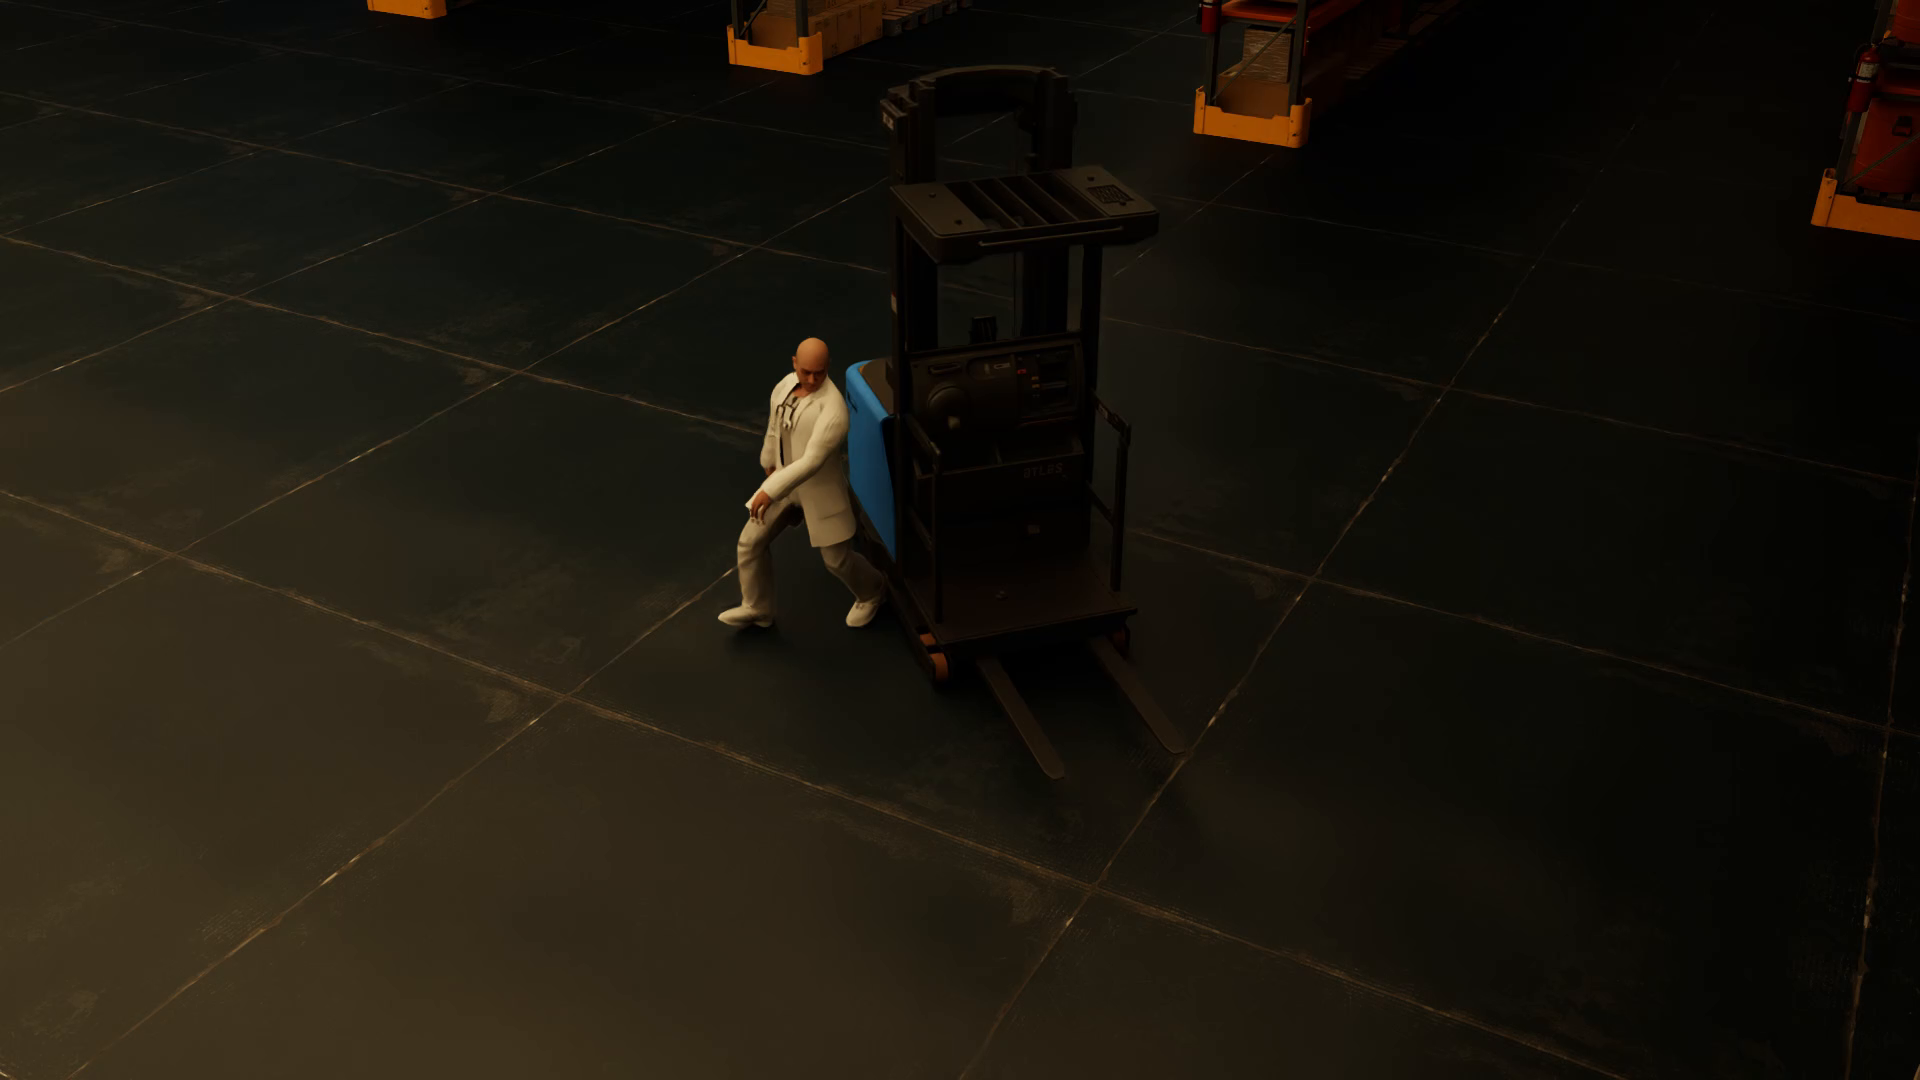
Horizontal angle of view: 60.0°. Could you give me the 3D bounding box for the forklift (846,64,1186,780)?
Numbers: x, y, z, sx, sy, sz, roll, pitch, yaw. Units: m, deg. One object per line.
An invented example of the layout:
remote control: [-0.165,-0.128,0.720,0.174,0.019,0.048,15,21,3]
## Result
forklift: [0.269,-0.745,8.361,1.130,2.935,3.031,-9,31,-16]

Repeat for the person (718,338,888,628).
person: [-0.869,-0.285,8.831,0.739,1.712,0.927,24,38,35]
